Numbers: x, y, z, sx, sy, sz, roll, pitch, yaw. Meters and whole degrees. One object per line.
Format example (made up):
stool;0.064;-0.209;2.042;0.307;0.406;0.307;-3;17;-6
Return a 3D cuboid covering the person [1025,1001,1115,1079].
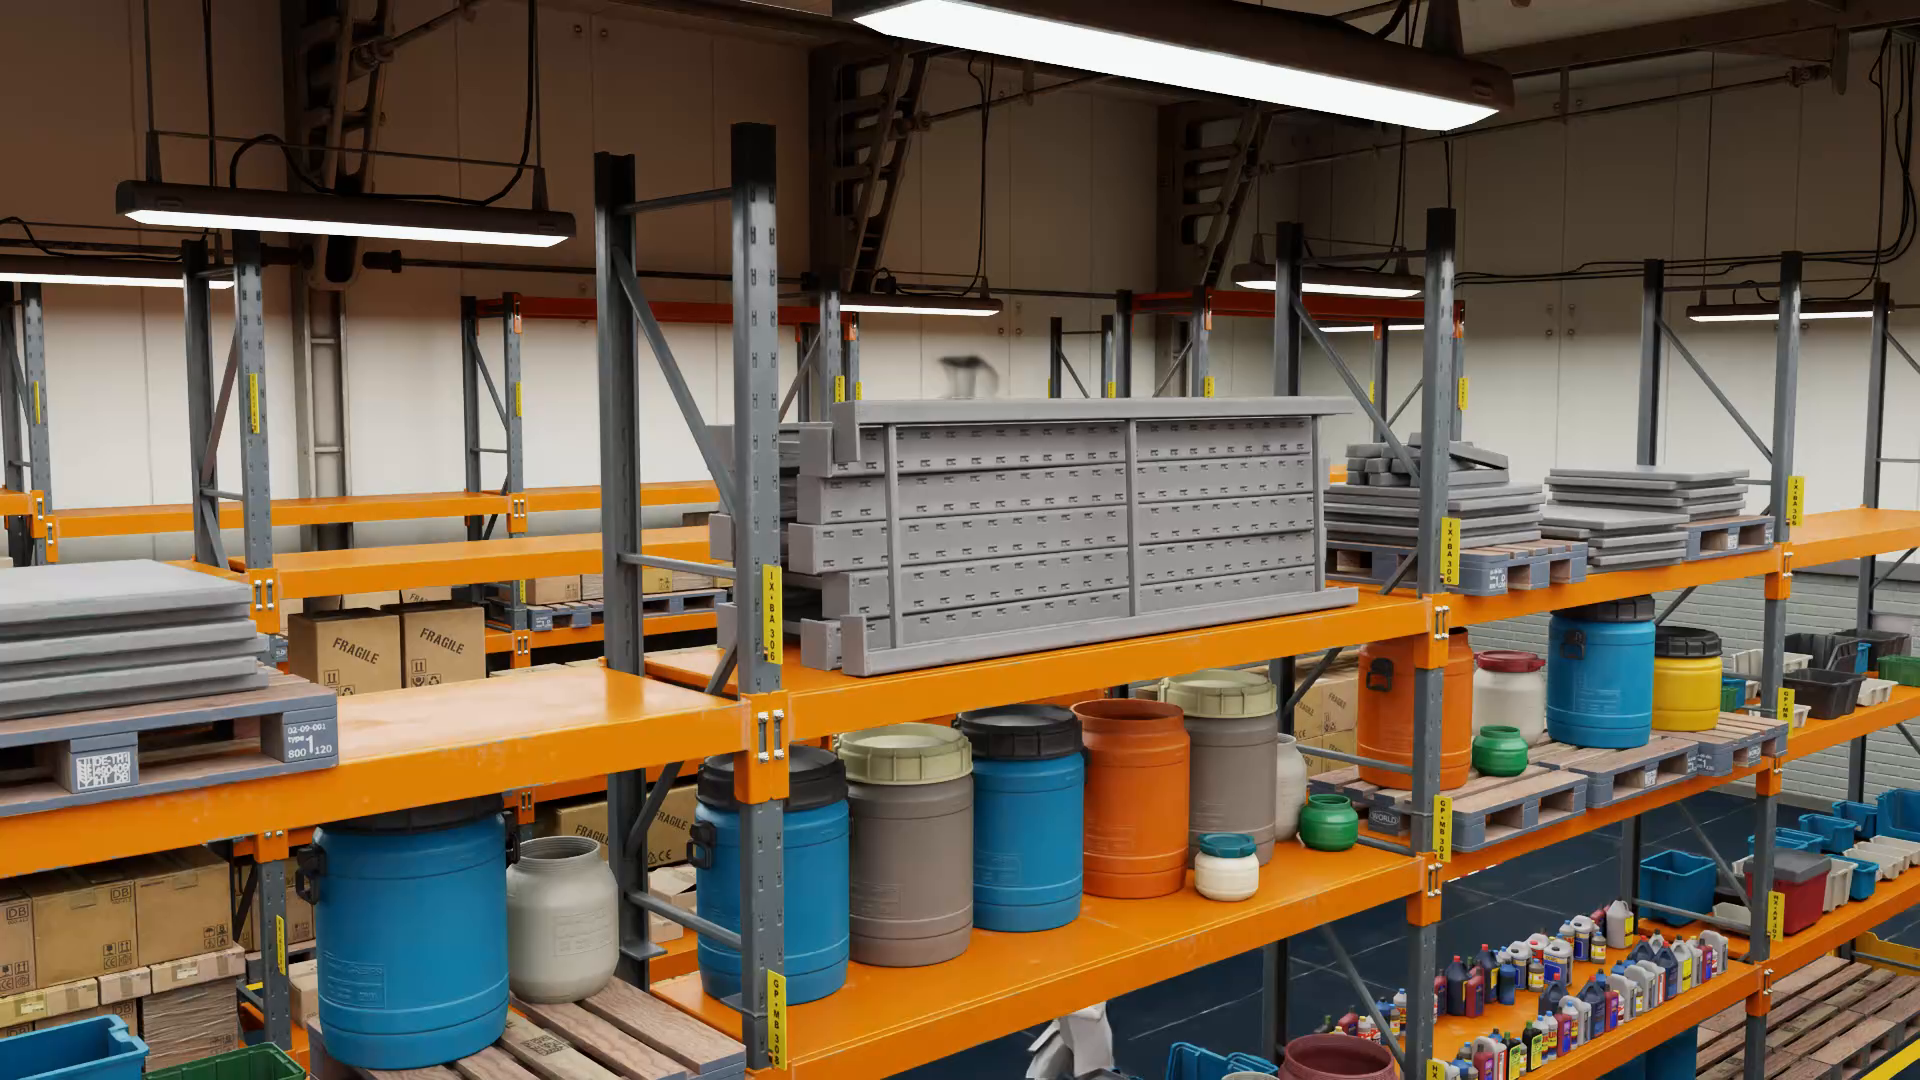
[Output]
person;0.750;3.266;10.871;0.690;1.706;0.958;5;8;44

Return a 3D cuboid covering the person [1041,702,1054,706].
person;0.940;2.605;18.299;0.543;1.635;0.627;4;7;39
